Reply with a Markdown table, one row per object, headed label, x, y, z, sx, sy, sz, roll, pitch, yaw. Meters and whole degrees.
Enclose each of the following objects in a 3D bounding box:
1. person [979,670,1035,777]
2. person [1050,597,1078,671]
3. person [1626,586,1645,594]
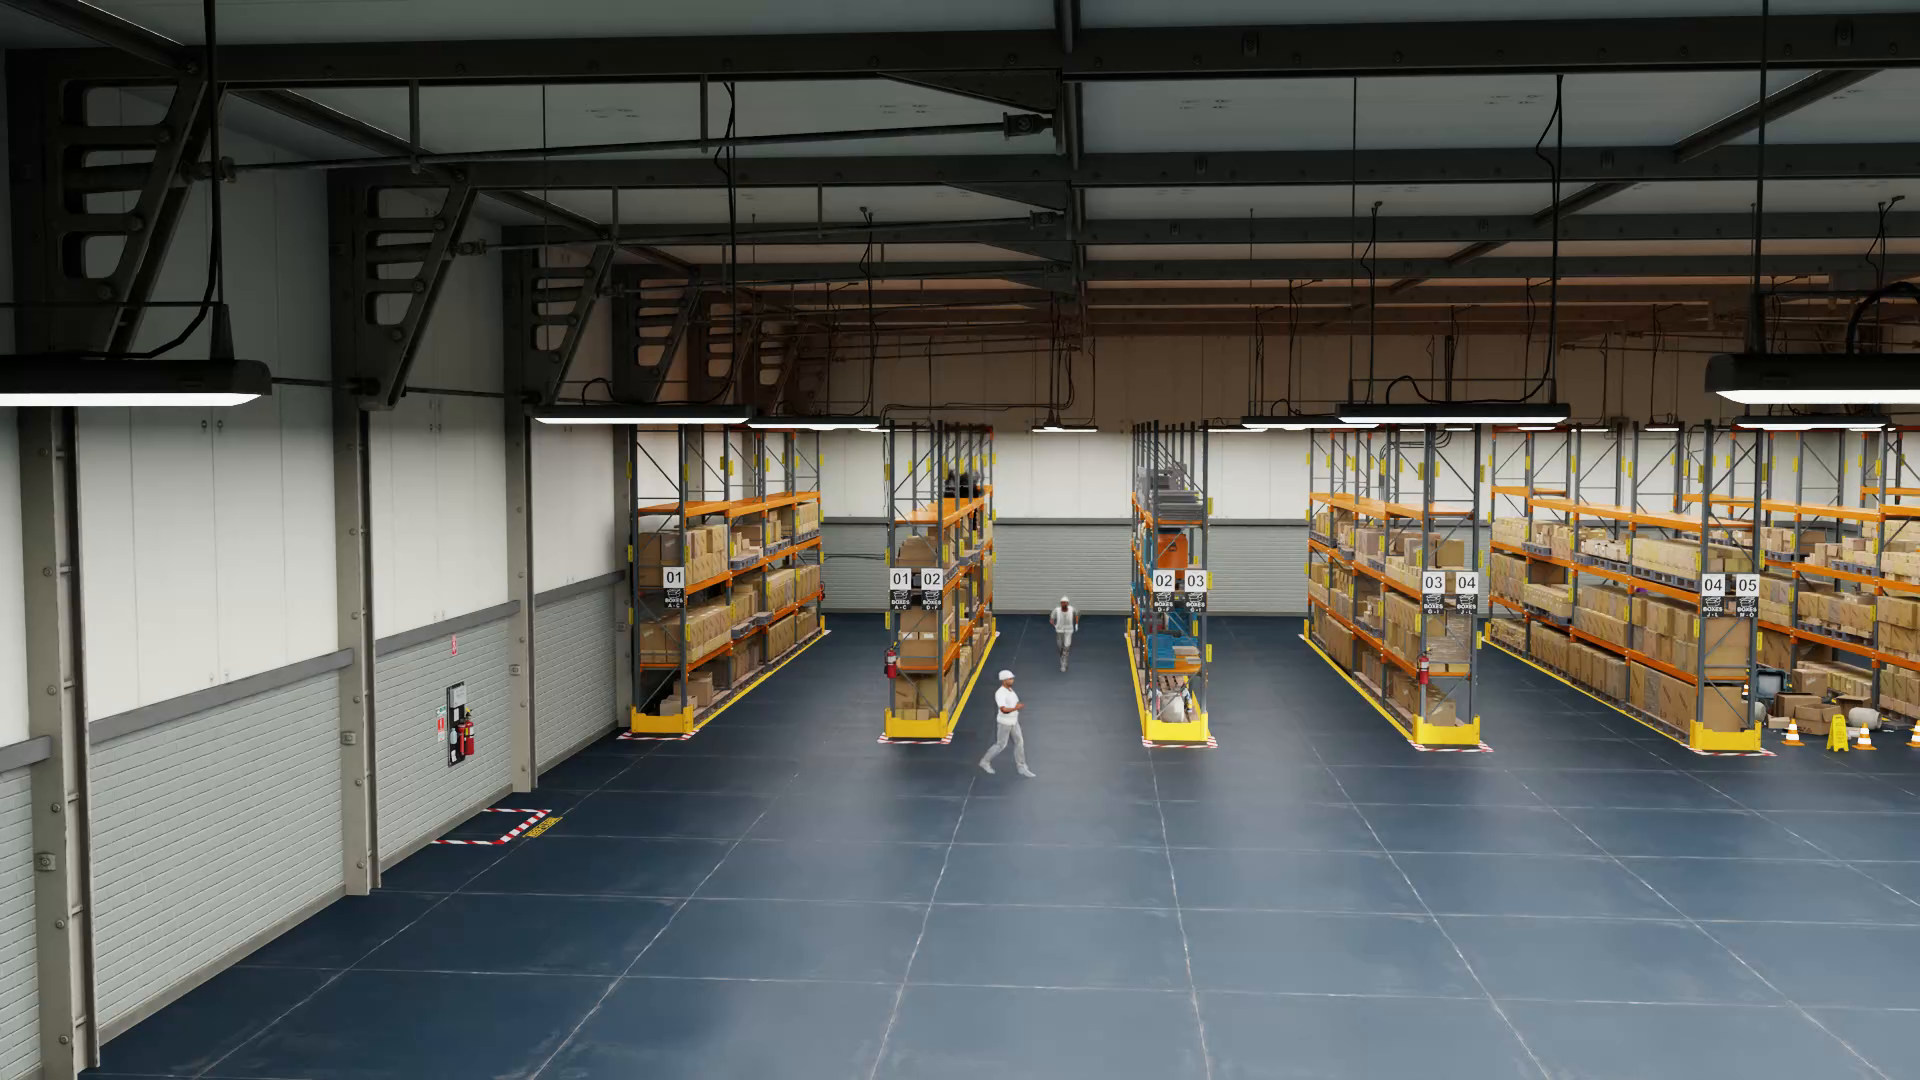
| label | x | y | z | sx | sy | sz | roll | pitch | yaw |
| --- | --- | --- | --- | --- | --- | --- | --- | --- | --- |
| person | 0.788 | 3.058 | 27.724 | 0.939 | 1.779 | 0.690 | 1 | 4 | 22 |
| person | 2.544 | 2.262 | 40.638 | 0.708 | 1.773 | 1.035 | 0 | 4 | 2 |
| person | 19.499 | 1.823 | 48.119 | 0.652 | 1.724 | 0.702 | -1 | 4 | -17 |
